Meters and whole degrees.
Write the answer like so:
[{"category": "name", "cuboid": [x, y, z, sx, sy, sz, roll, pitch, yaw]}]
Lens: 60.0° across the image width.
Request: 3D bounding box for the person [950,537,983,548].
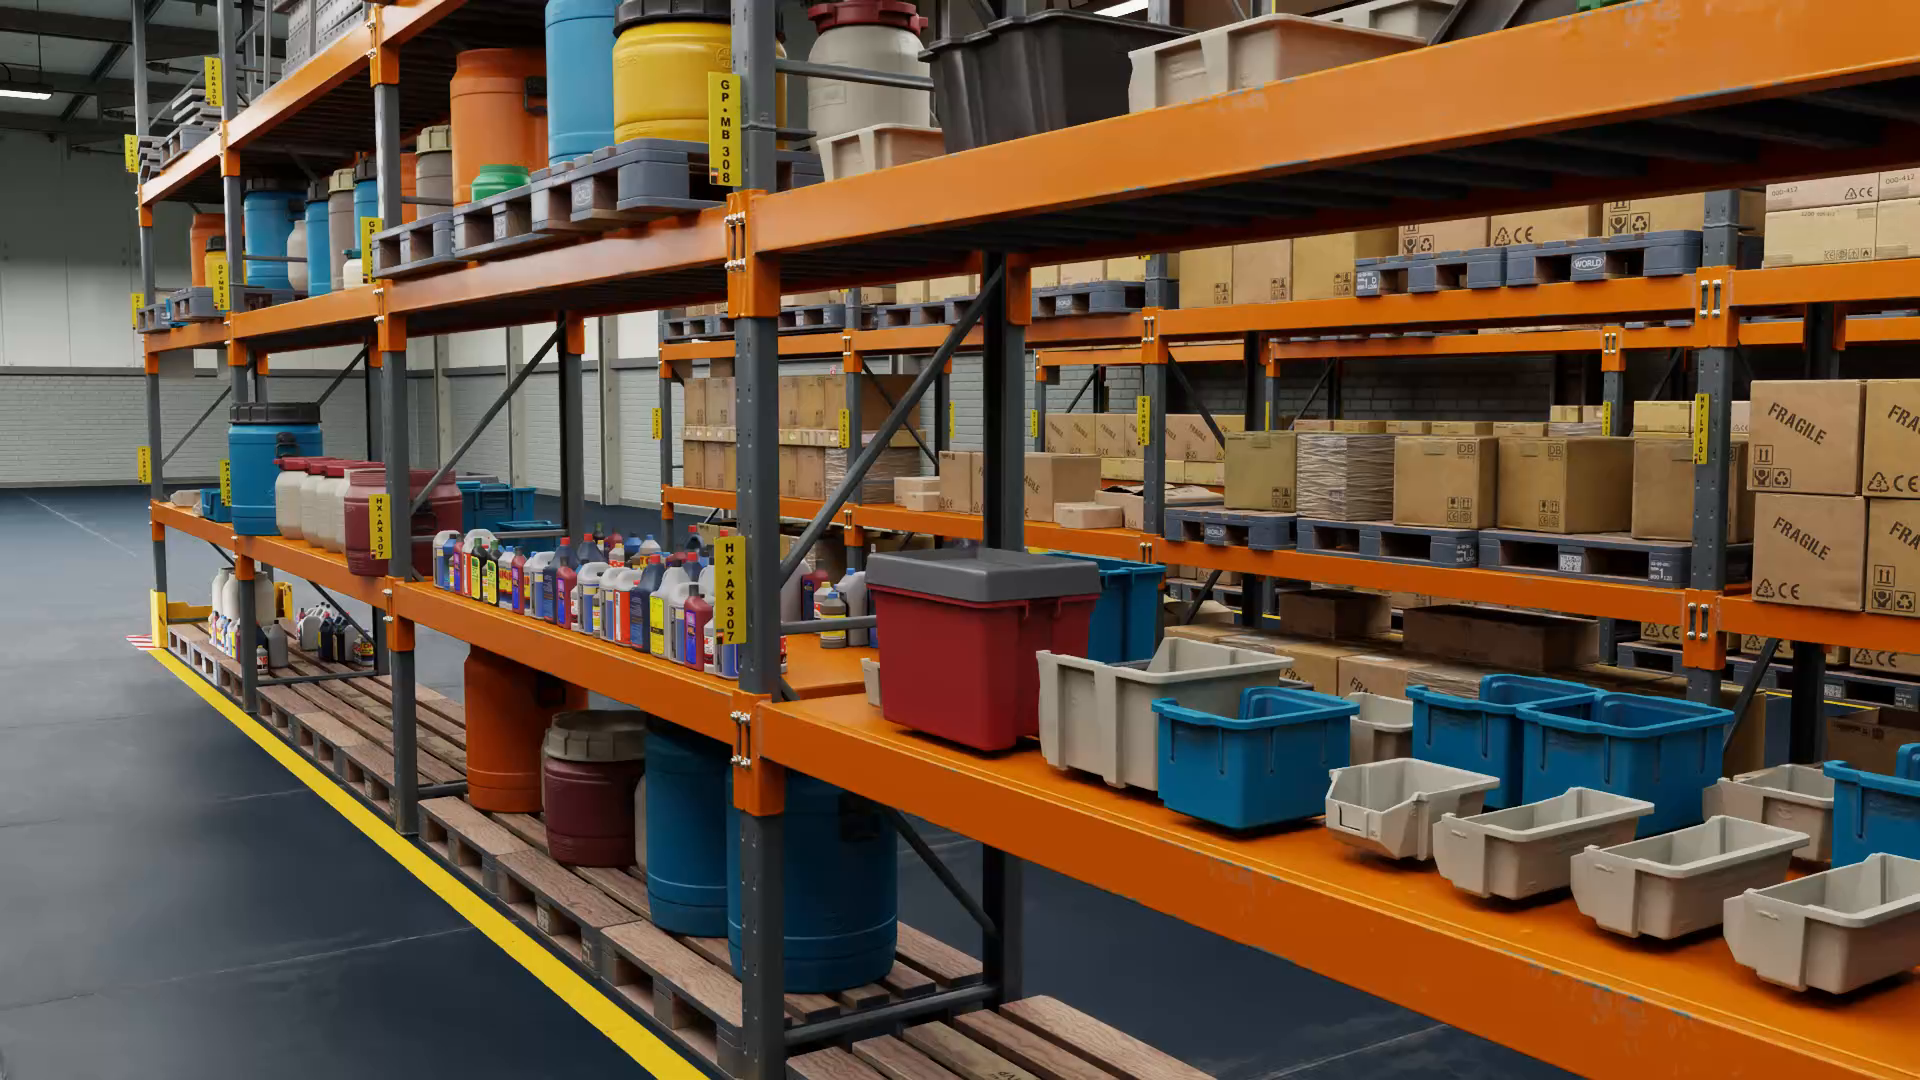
[{"category": "person", "cuboid": [0.087, 0.255, 16.699, 0.535, 1.141, 0.762, -3, 6, -33]}]
